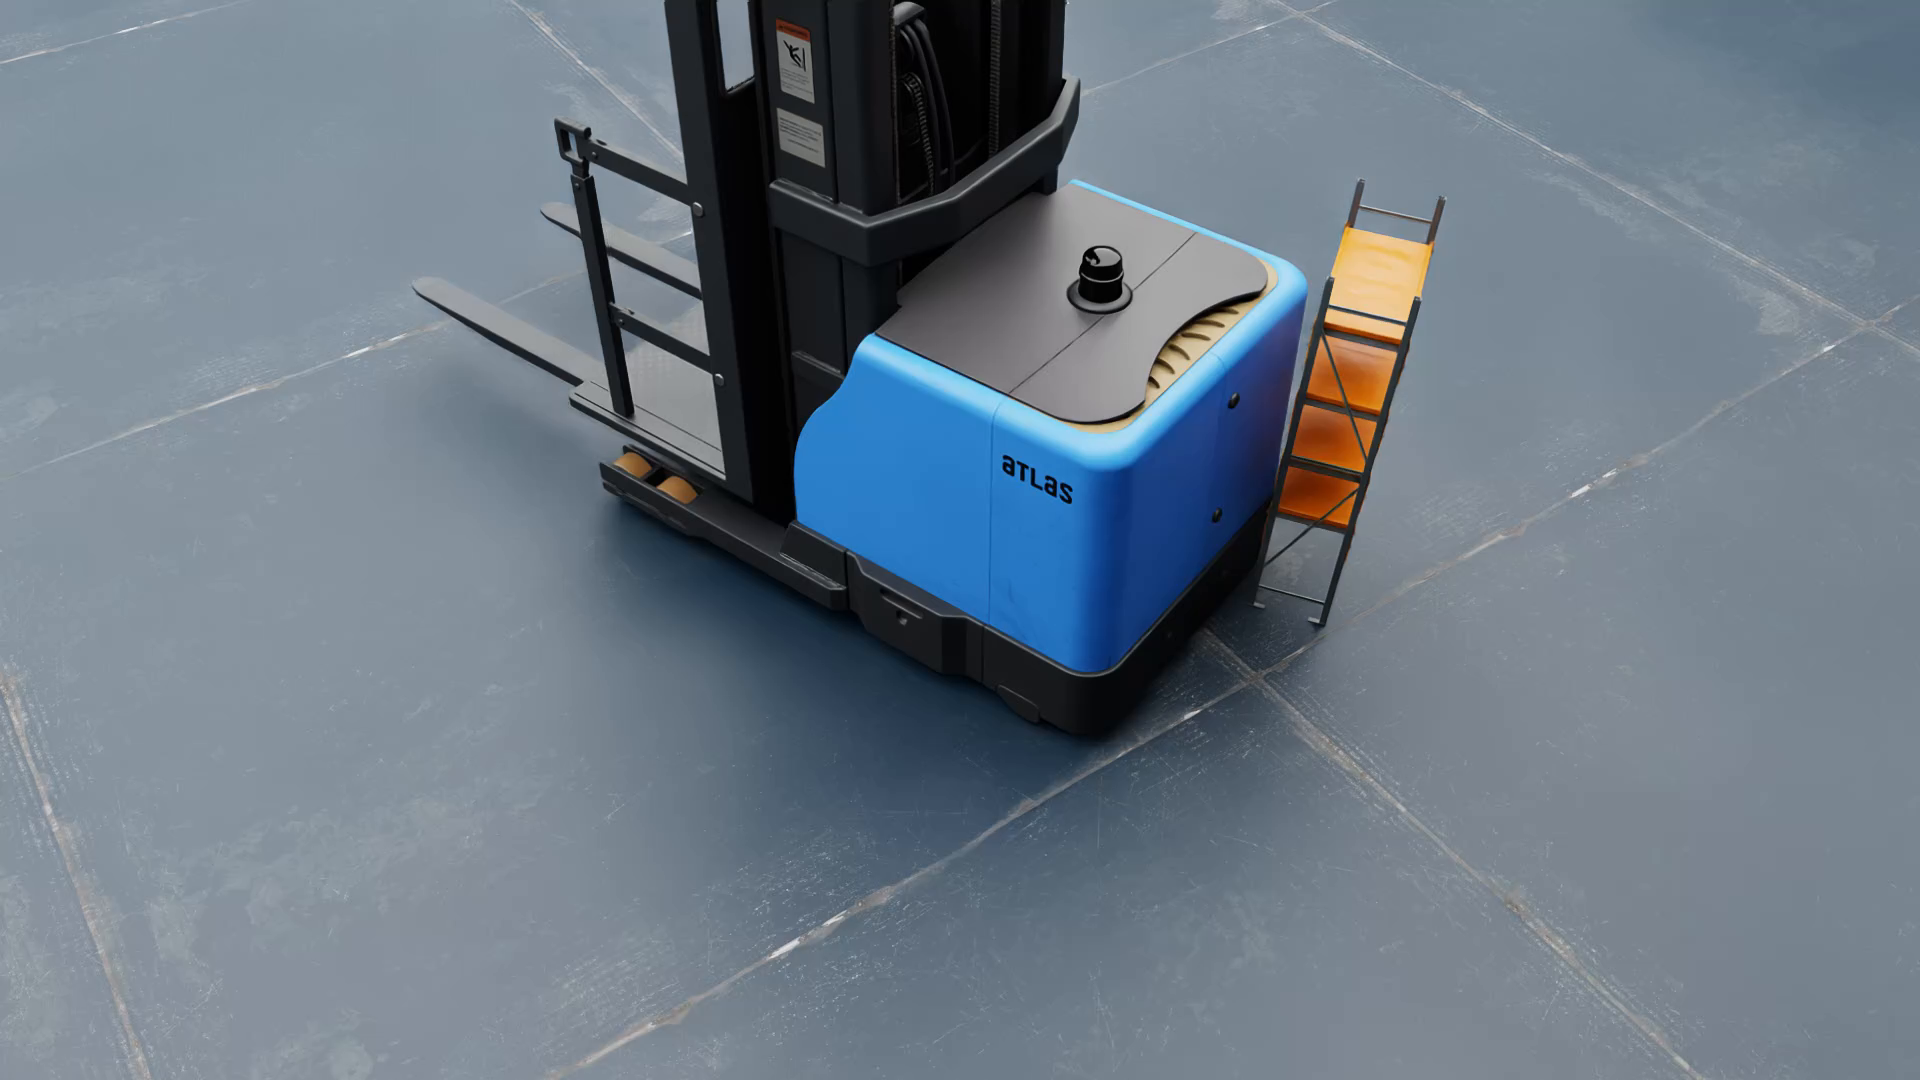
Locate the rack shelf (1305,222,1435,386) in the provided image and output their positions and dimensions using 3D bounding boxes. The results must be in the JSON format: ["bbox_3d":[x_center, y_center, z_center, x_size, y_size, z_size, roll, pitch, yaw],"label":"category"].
[{"bbox_3d":[1.107,-0.643,4.477,0.258,0.148,0.480,15,46,12],"label":"rack shelf"}]

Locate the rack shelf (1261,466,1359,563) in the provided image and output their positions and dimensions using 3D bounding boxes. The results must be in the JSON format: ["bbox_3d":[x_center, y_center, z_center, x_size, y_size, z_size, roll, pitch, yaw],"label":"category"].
[{"bbox_3d":[1.077,-0.175,4.939,0.258,0.148,0.480,15,46,12],"label":"rack shelf"}]

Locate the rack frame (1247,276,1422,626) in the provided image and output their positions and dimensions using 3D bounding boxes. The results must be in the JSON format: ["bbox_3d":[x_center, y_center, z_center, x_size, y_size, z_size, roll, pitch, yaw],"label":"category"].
[{"bbox_3d":[1.010,-0.204,4.586,0.240,1.200,0.015,15,46,12],"label":"rack frame"}]

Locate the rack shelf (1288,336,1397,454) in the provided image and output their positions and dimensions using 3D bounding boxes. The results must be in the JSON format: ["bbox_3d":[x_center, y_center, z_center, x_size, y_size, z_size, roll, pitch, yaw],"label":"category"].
[{"bbox_3d":[1.096,-0.475,4.643,0.258,0.148,0.480,15,46,12],"label":"rack shelf"}]

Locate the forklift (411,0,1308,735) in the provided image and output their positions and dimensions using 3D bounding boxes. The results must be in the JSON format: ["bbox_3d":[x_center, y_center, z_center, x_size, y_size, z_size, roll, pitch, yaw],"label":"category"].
[{"bbox_3d":[-0.530,-1.359,4.551,3.031,2.935,1.130,27,50,26],"label":"forklift"}]

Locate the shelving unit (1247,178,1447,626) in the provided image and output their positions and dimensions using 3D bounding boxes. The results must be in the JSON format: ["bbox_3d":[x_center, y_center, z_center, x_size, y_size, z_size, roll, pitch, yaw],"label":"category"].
[{"bbox_3d":[1.089,-0.364,4.753,0.258,1.200,0.503,15,46,12],"label":"shelving unit"}]

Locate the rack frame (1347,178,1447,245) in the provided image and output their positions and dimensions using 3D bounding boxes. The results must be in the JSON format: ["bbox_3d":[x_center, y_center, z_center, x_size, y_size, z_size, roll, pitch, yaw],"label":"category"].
[{"bbox_3d":[1.168,-0.523,4.920,0.240,1.200,0.015,15,46,12],"label":"rack frame"}]

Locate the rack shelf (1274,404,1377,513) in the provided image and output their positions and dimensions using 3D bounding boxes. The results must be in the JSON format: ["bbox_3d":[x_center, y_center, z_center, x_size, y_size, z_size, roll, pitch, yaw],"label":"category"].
[{"bbox_3d":[1.086,-0.316,4.800,0.258,0.148,0.480,15,46,12],"label":"rack shelf"}]
